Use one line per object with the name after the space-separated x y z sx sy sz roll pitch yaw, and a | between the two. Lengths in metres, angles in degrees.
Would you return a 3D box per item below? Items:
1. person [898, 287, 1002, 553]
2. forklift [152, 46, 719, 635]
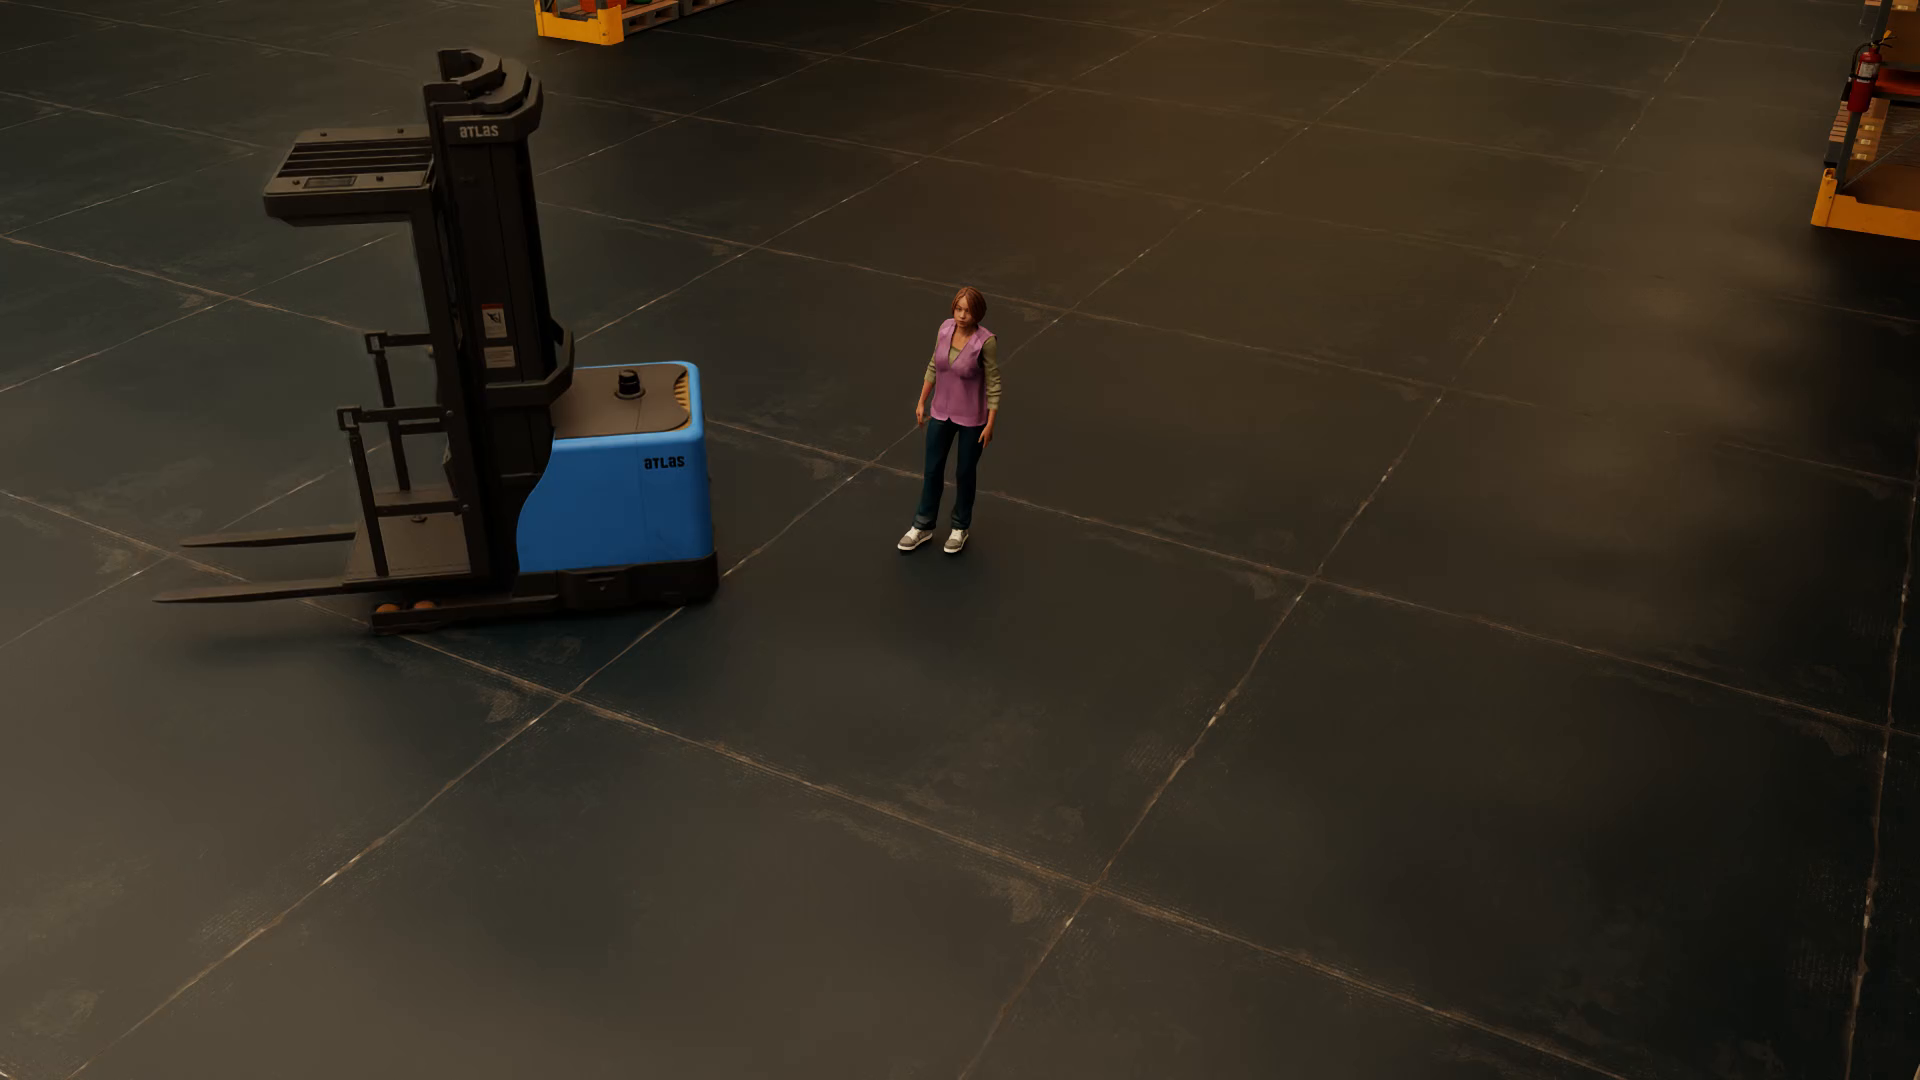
-0.048 -0.669 9.550 0.520 1.596 0.476 15 33 25 | person
-2.928 -1.035 8.864 3.031 2.935 1.130 -5 30 -8 | forklift
